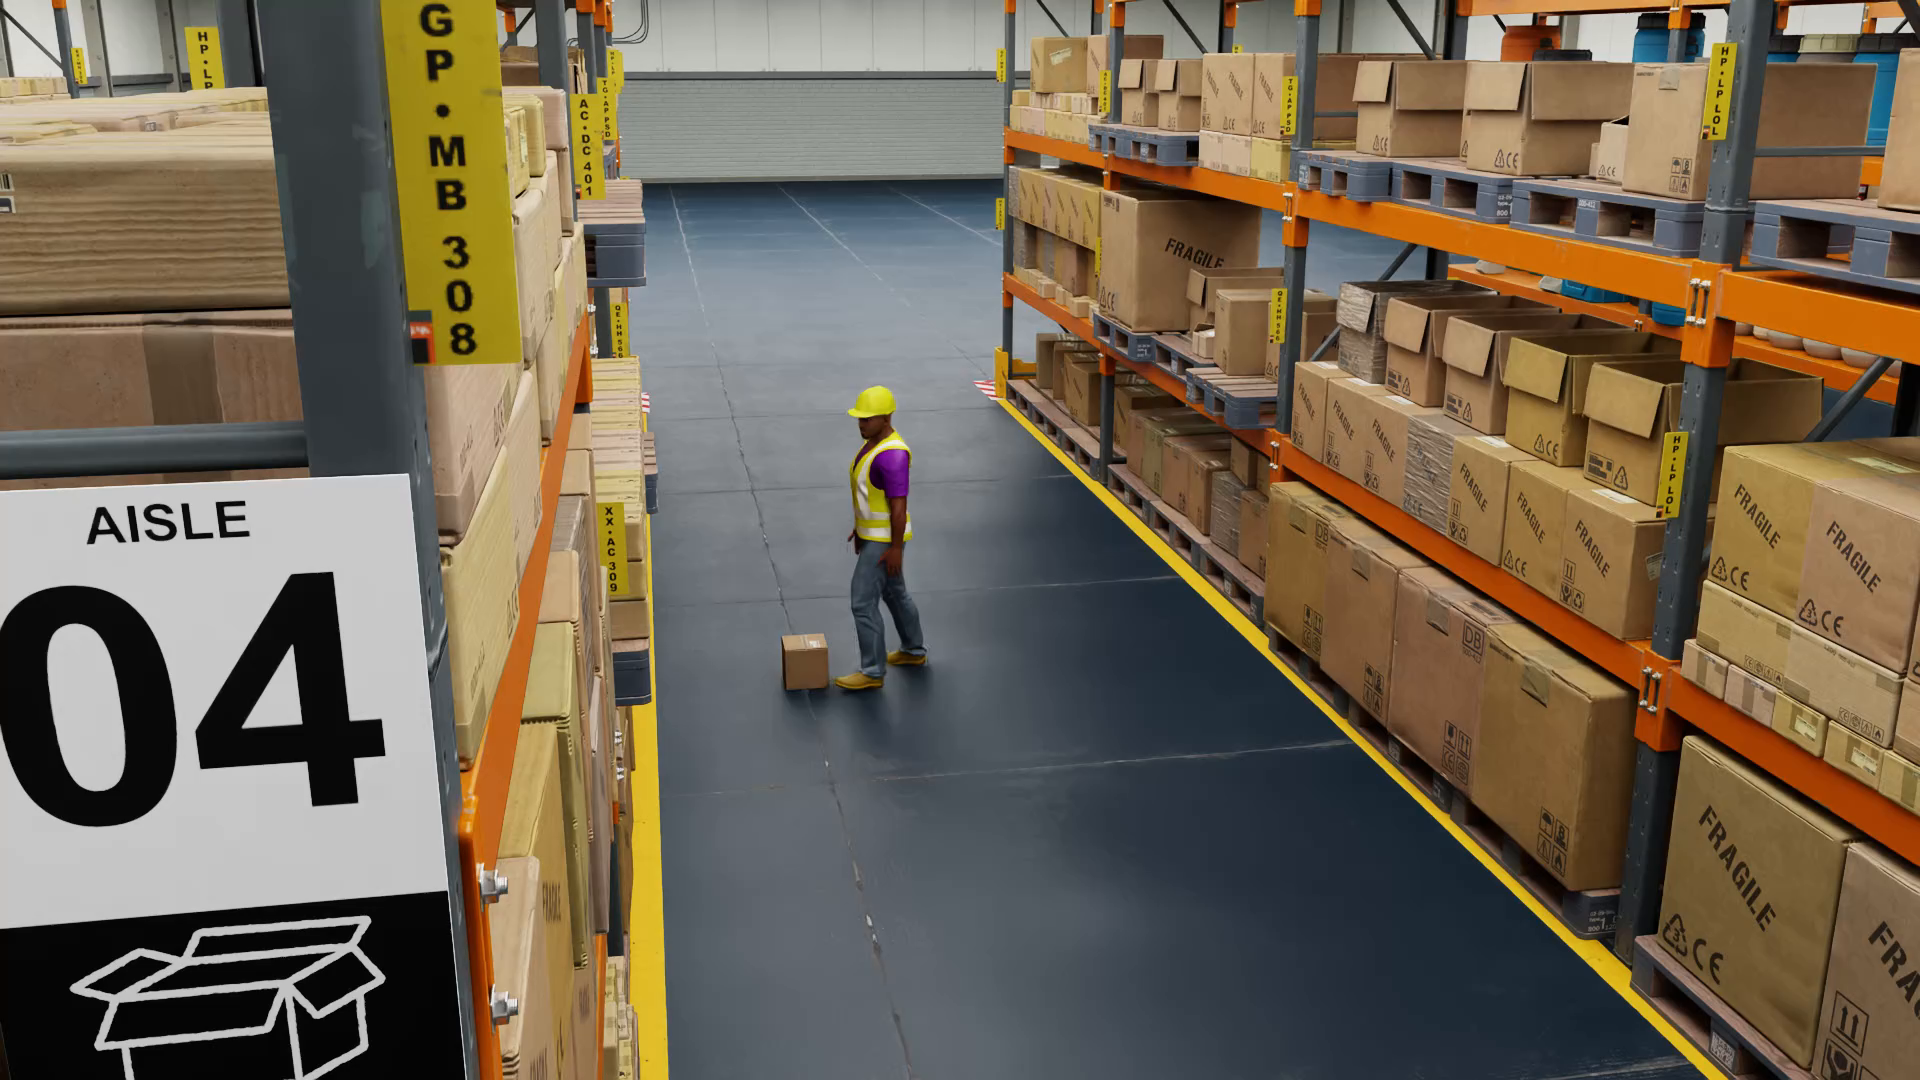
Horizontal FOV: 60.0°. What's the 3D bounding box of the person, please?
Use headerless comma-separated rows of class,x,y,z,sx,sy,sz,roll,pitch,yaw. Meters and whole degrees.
person,-0.467,-0.025,9.609,0.606,1.761,0.608,-3,17,-11
